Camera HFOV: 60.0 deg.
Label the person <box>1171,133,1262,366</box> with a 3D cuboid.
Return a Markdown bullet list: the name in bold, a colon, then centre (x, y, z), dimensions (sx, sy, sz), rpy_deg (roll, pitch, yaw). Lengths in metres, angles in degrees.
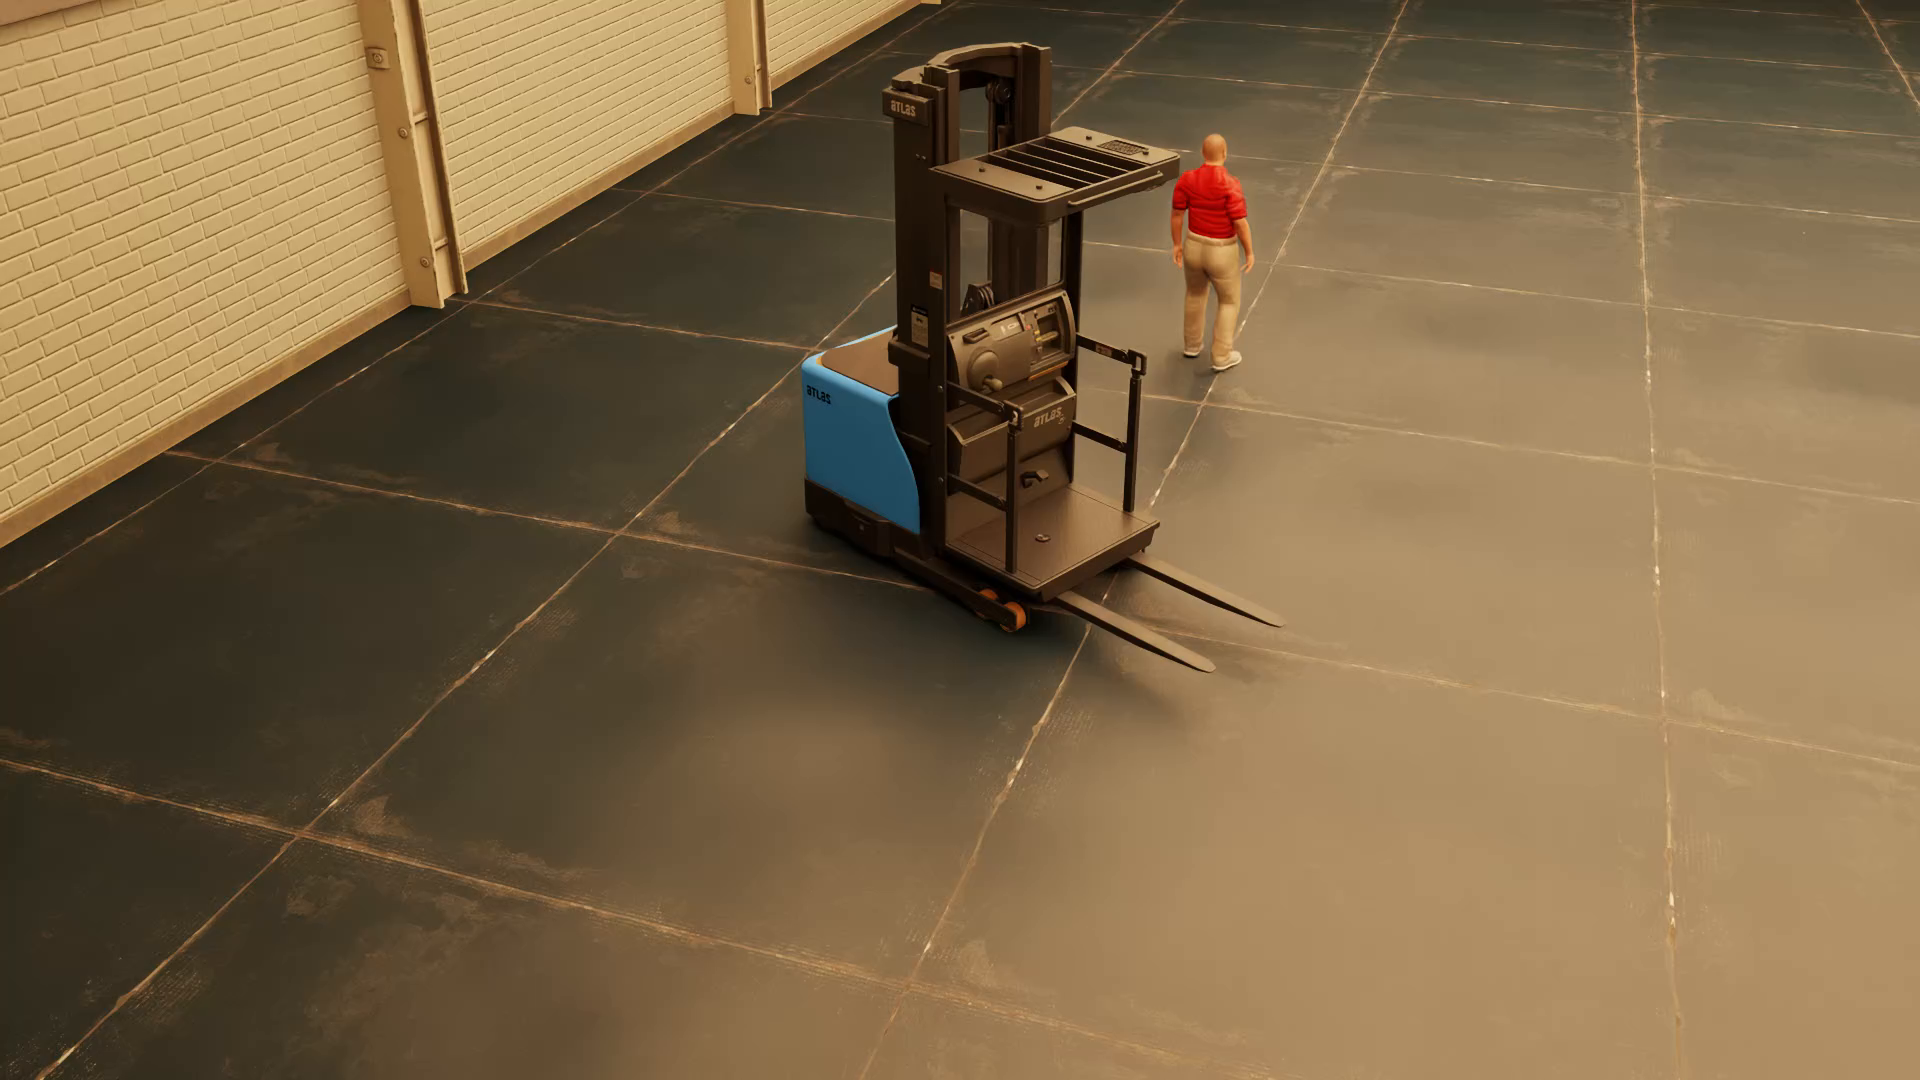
- **person**: centre (1.874, -2.113, 12.045), dimensions (0.640, 1.727, 0.551), rpy_deg (20, 35, 30)

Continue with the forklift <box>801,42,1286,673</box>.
- **forklift**: centre (0.441, -1.053, 8.984), dimensions (1.130, 2.935, 3.031), rpy_deg (-26, 39, -38)
